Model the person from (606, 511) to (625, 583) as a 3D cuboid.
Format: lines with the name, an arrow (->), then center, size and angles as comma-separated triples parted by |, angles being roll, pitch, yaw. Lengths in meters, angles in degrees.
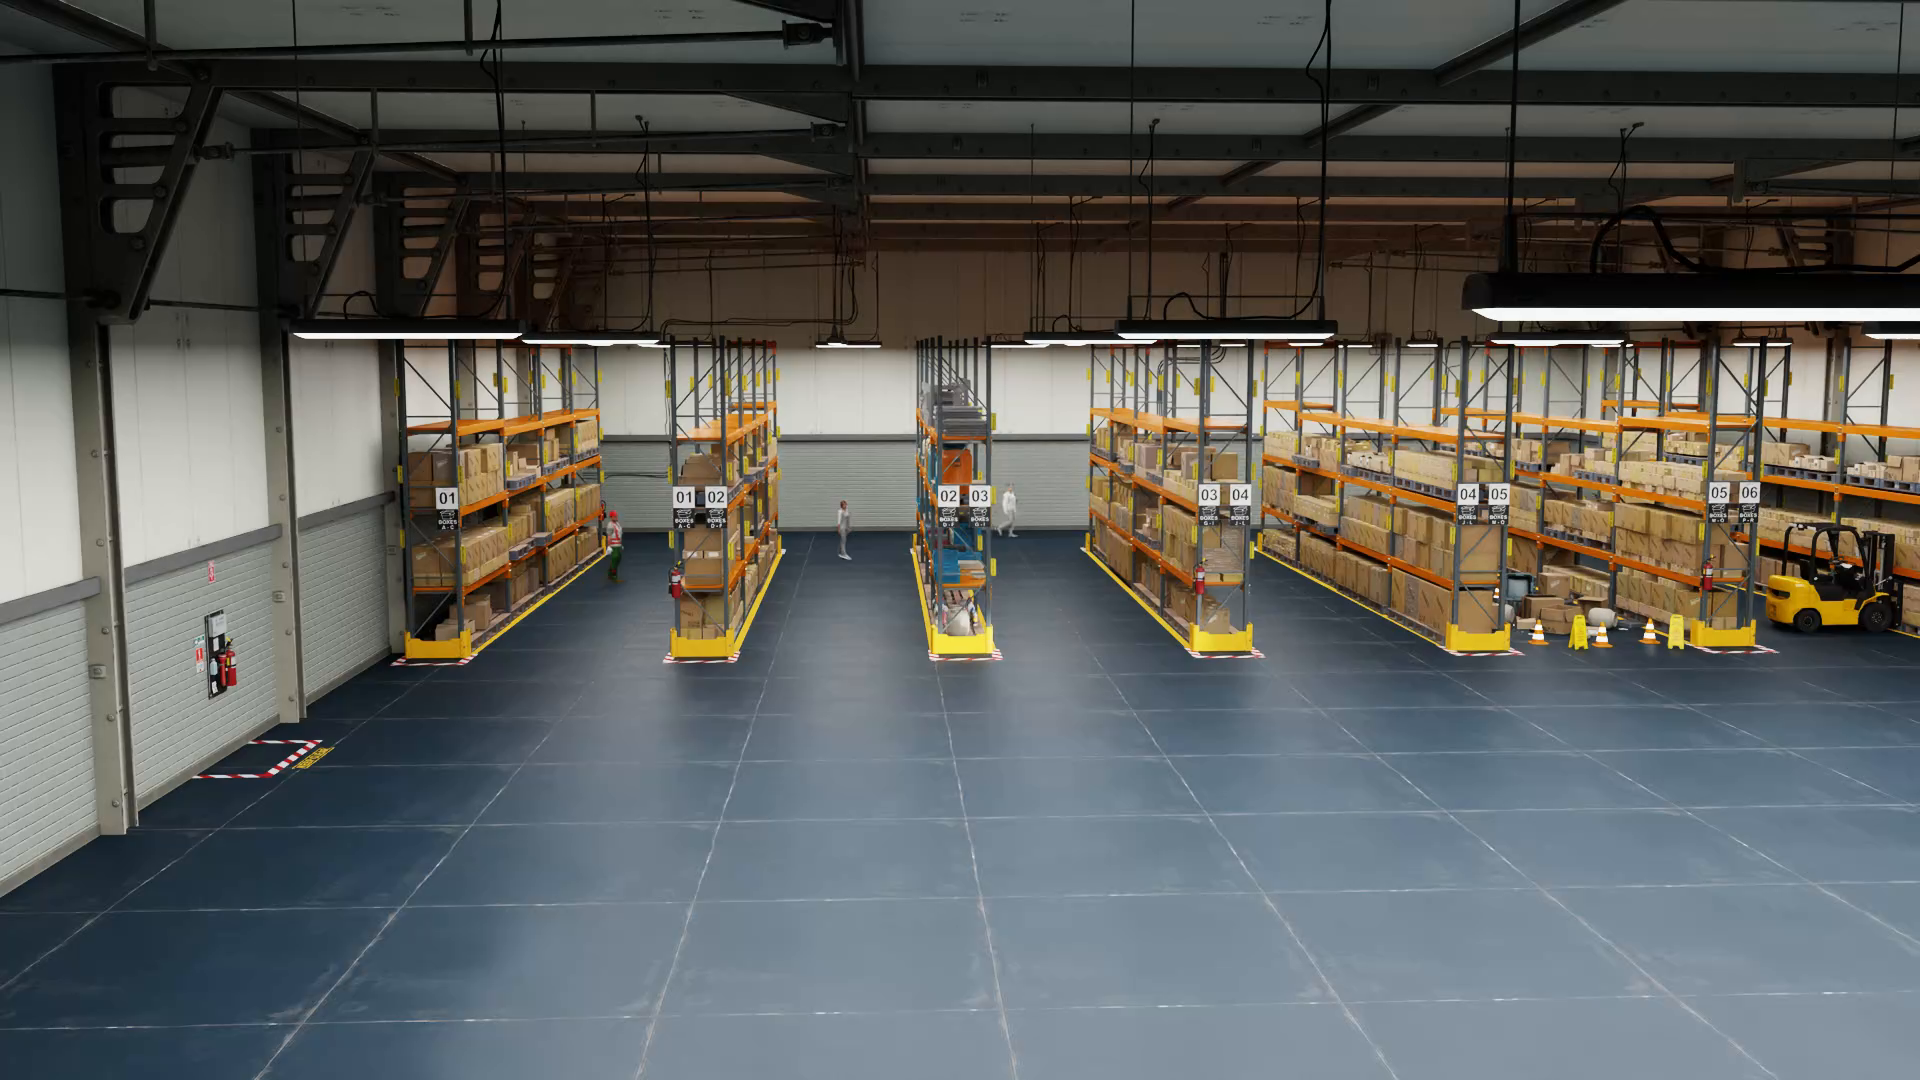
person -> -8.526, 0.161, 41.043 | 0.455, 1.791, 0.566 | -1, 7, -9

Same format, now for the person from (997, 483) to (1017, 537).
person -> 1.476, -0.924, 51.175 | 0.587, 1.662, 0.481 | 2, 7, 14

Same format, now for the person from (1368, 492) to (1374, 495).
person -> 11.954, -0.586, 48.428 | 0.500, 1.630, 0.789 | 2, 7, 15

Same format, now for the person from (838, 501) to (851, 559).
person -> -3.171, -0.288, 46.049 | 0.497, 1.608, 0.460 | 3, 7, 25
